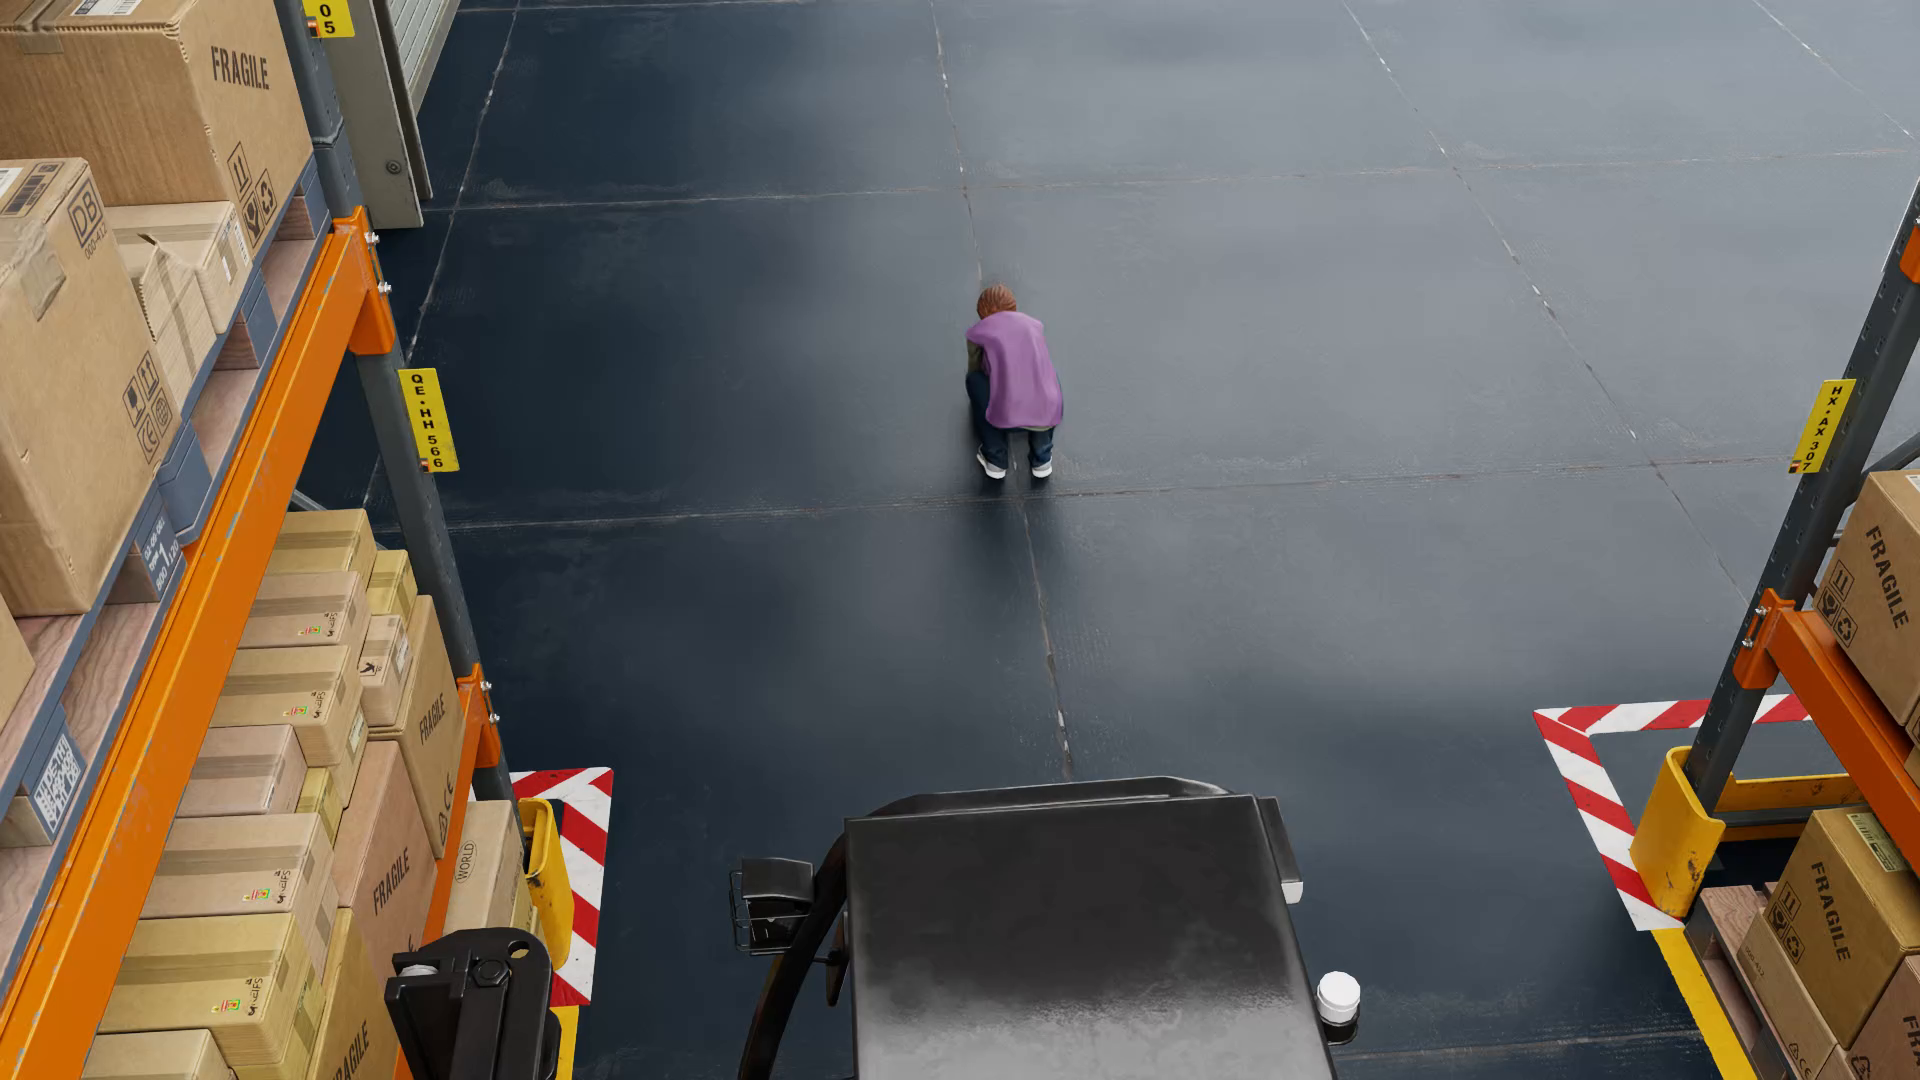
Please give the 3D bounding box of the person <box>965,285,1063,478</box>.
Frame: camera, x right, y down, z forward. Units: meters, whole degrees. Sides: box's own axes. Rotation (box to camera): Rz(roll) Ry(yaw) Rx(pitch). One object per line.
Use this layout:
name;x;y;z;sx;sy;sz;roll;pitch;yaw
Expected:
person;0.247;-0.692;7.753;0.428;0.729;0.848;-4;40;-5
